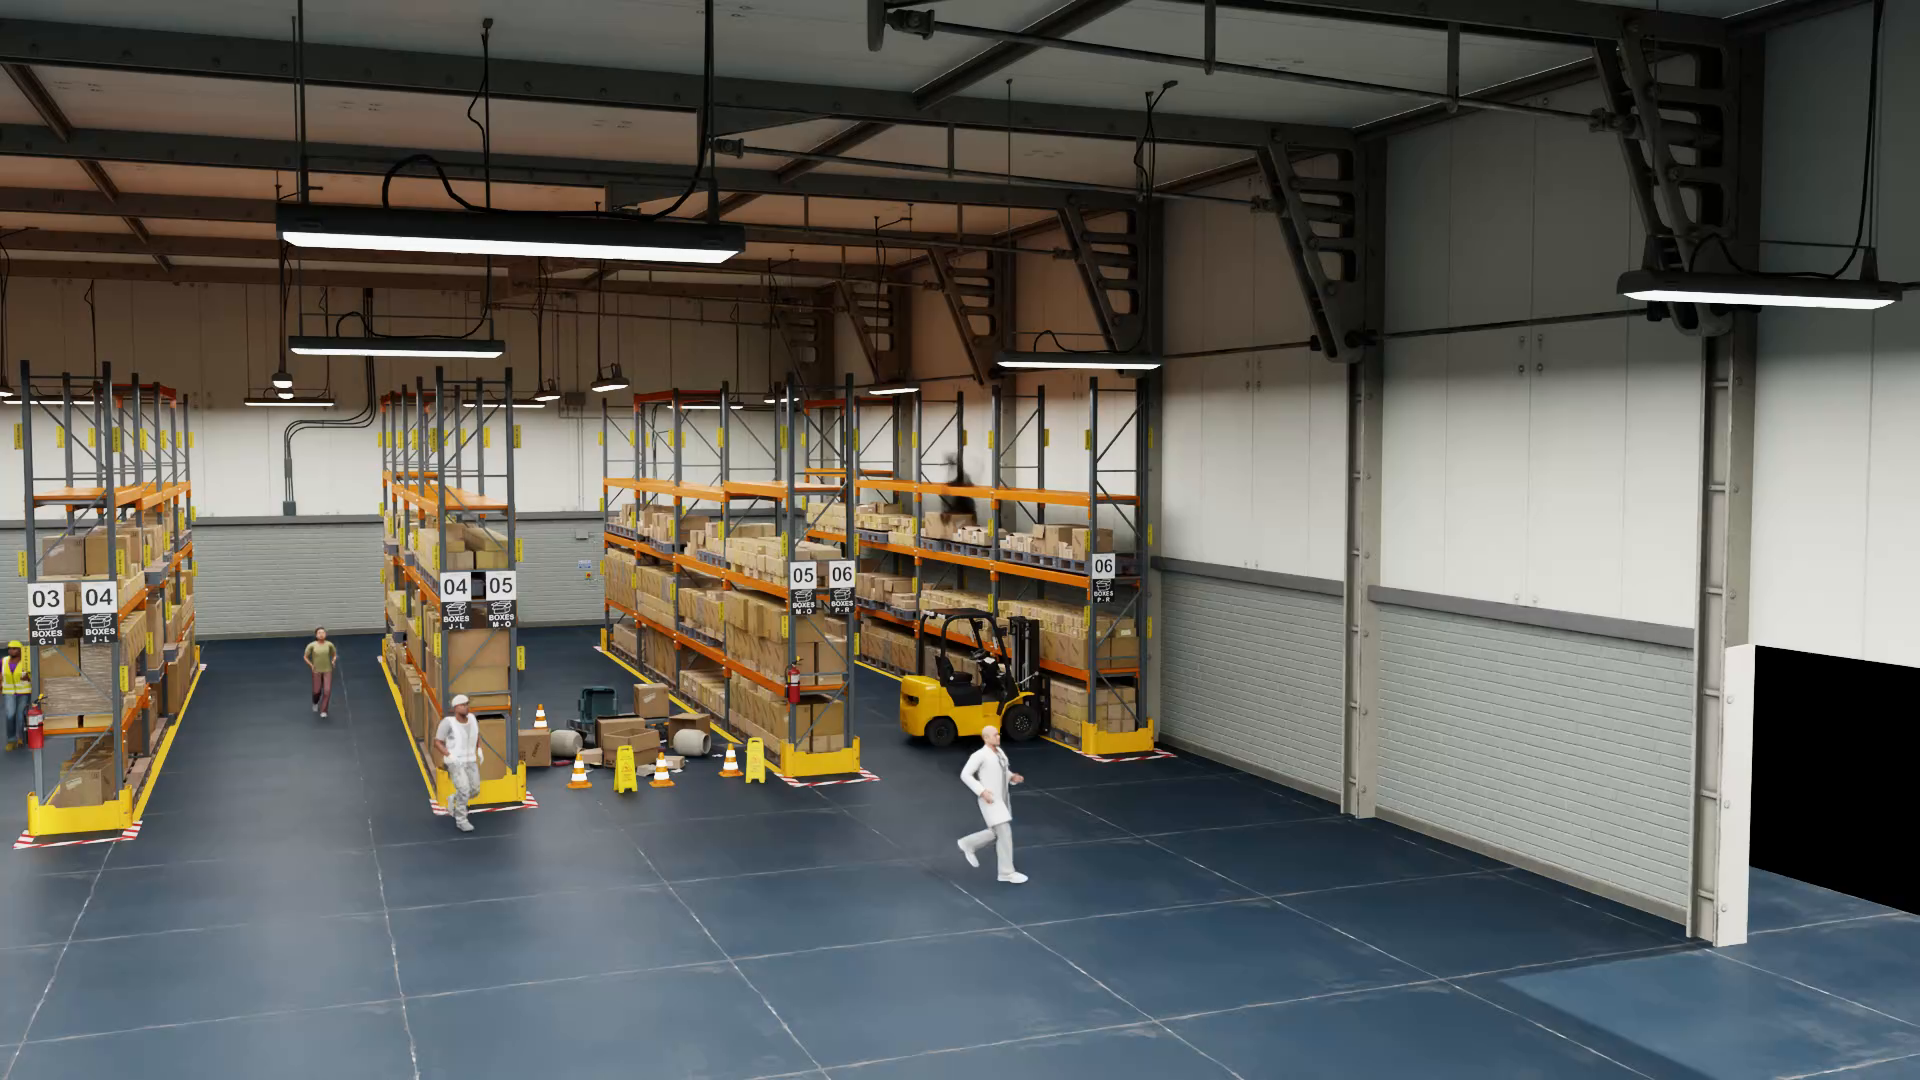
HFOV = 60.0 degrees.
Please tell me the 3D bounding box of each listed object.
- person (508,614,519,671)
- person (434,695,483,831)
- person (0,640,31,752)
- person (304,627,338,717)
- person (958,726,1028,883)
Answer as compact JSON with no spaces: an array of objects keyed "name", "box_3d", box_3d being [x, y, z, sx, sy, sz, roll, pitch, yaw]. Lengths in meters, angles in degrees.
[{"name":"person","box_3d":[-9.835,2.044,35.767,0.584,1.710,0.738,-2,4,-30]},{"name":"person","box_3d":[-6.459,2.848,21.433,0.604,1.737,0.694,2,4,34]},{"name":"person","box_3d":[-15.221,2.523,26.880,0.661,1.825,0.749,-1,4,-21]},{"name":"person","box_3d":[-11.535,2.385,30.055,0.578,1.611,0.567,-2,4,-30]},{"name":"person","box_3d":[0.355,2.983,18.918,0.963,1.751,0.720,2,4,30]}]
